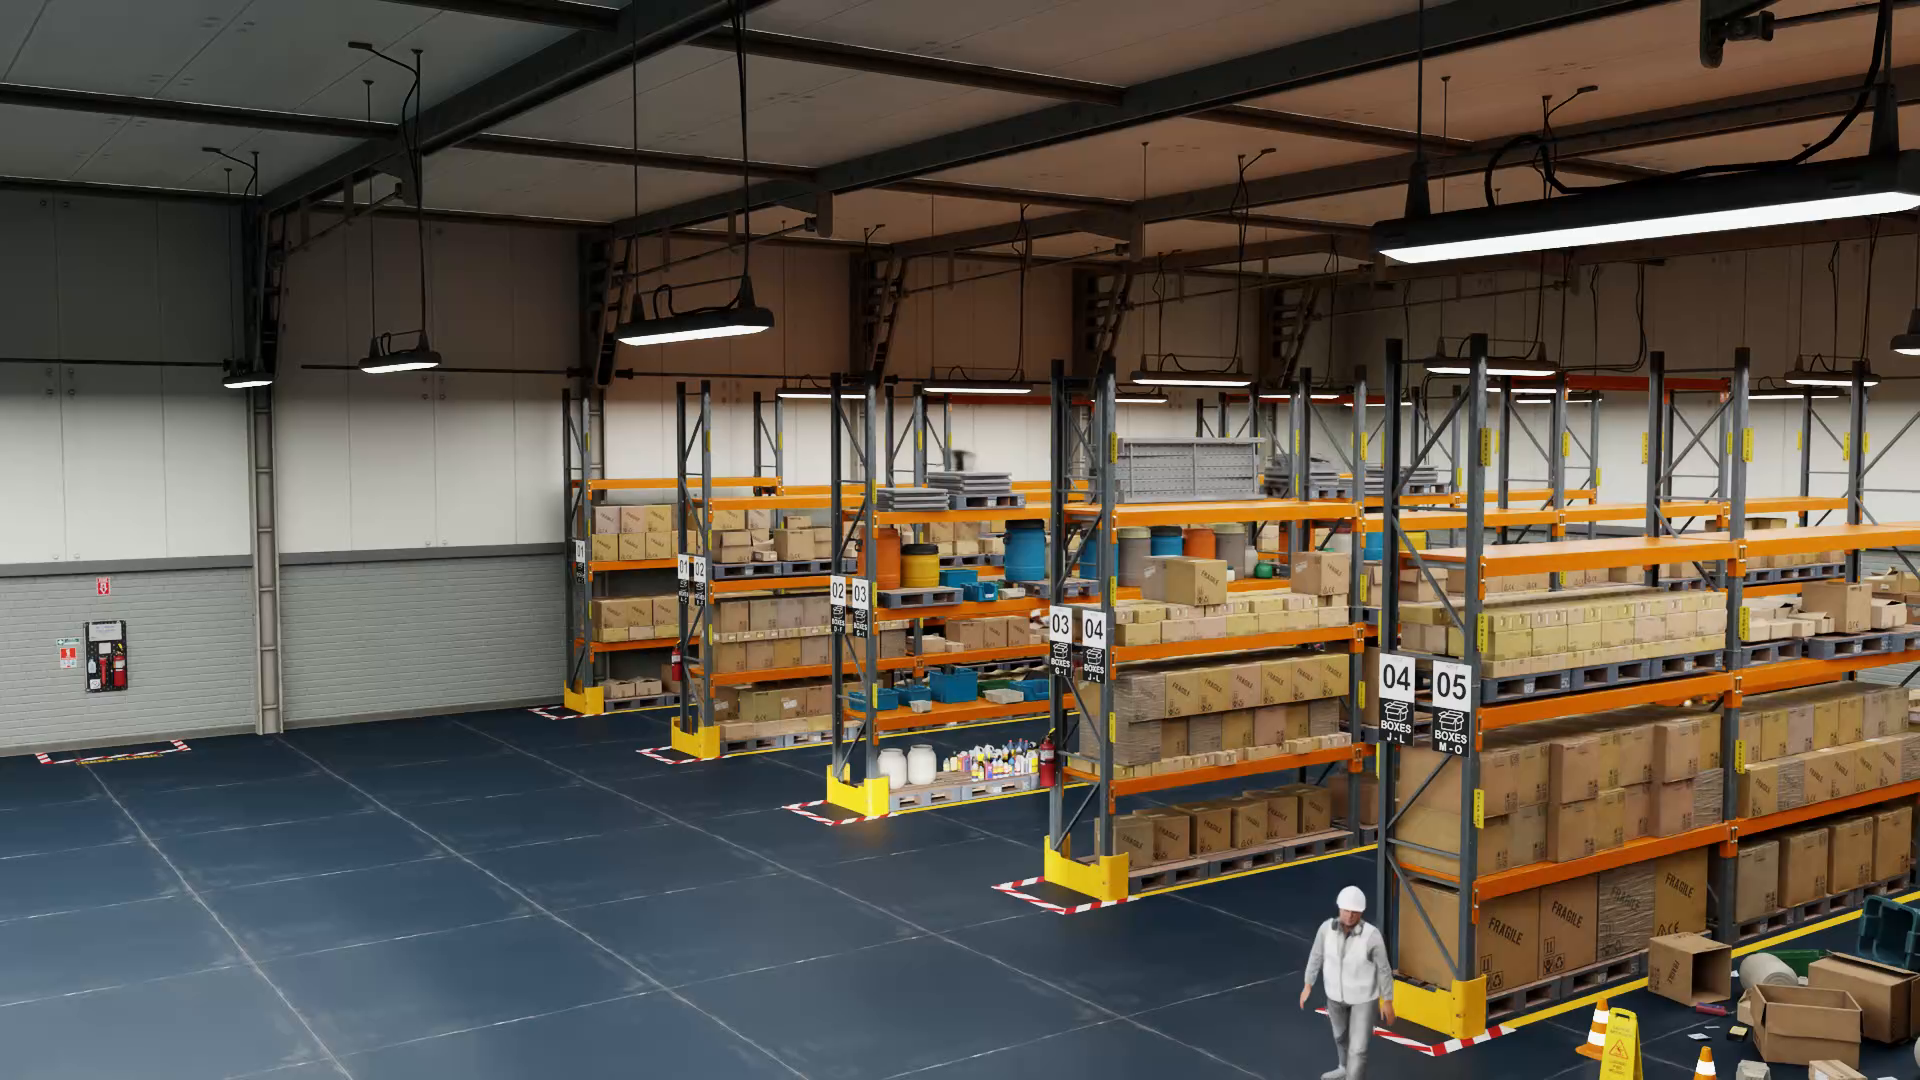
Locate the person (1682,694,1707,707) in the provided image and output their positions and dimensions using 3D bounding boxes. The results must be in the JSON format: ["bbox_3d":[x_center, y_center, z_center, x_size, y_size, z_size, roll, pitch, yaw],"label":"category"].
[{"bbox_3d":[10.042,2.825,22.752,0.723,1.788,0.654,-3,5,-41],"label":"person"}]

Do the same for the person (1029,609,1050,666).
[{"bbox_3d":[1.839,2.172,34.836,0.698,1.482,0.979,3,5,37],"label":"person"}]

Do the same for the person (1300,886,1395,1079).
[{"bbox_3d":[2.985,3.481,12.748,0.677,1.727,0.882,3,5,38],"label":"person"}]

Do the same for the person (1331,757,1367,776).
[{"bbox_3d":[5.743,2.773,24.538,0.731,1.597,0.564,-2,4,-23],"label":"person"}]
